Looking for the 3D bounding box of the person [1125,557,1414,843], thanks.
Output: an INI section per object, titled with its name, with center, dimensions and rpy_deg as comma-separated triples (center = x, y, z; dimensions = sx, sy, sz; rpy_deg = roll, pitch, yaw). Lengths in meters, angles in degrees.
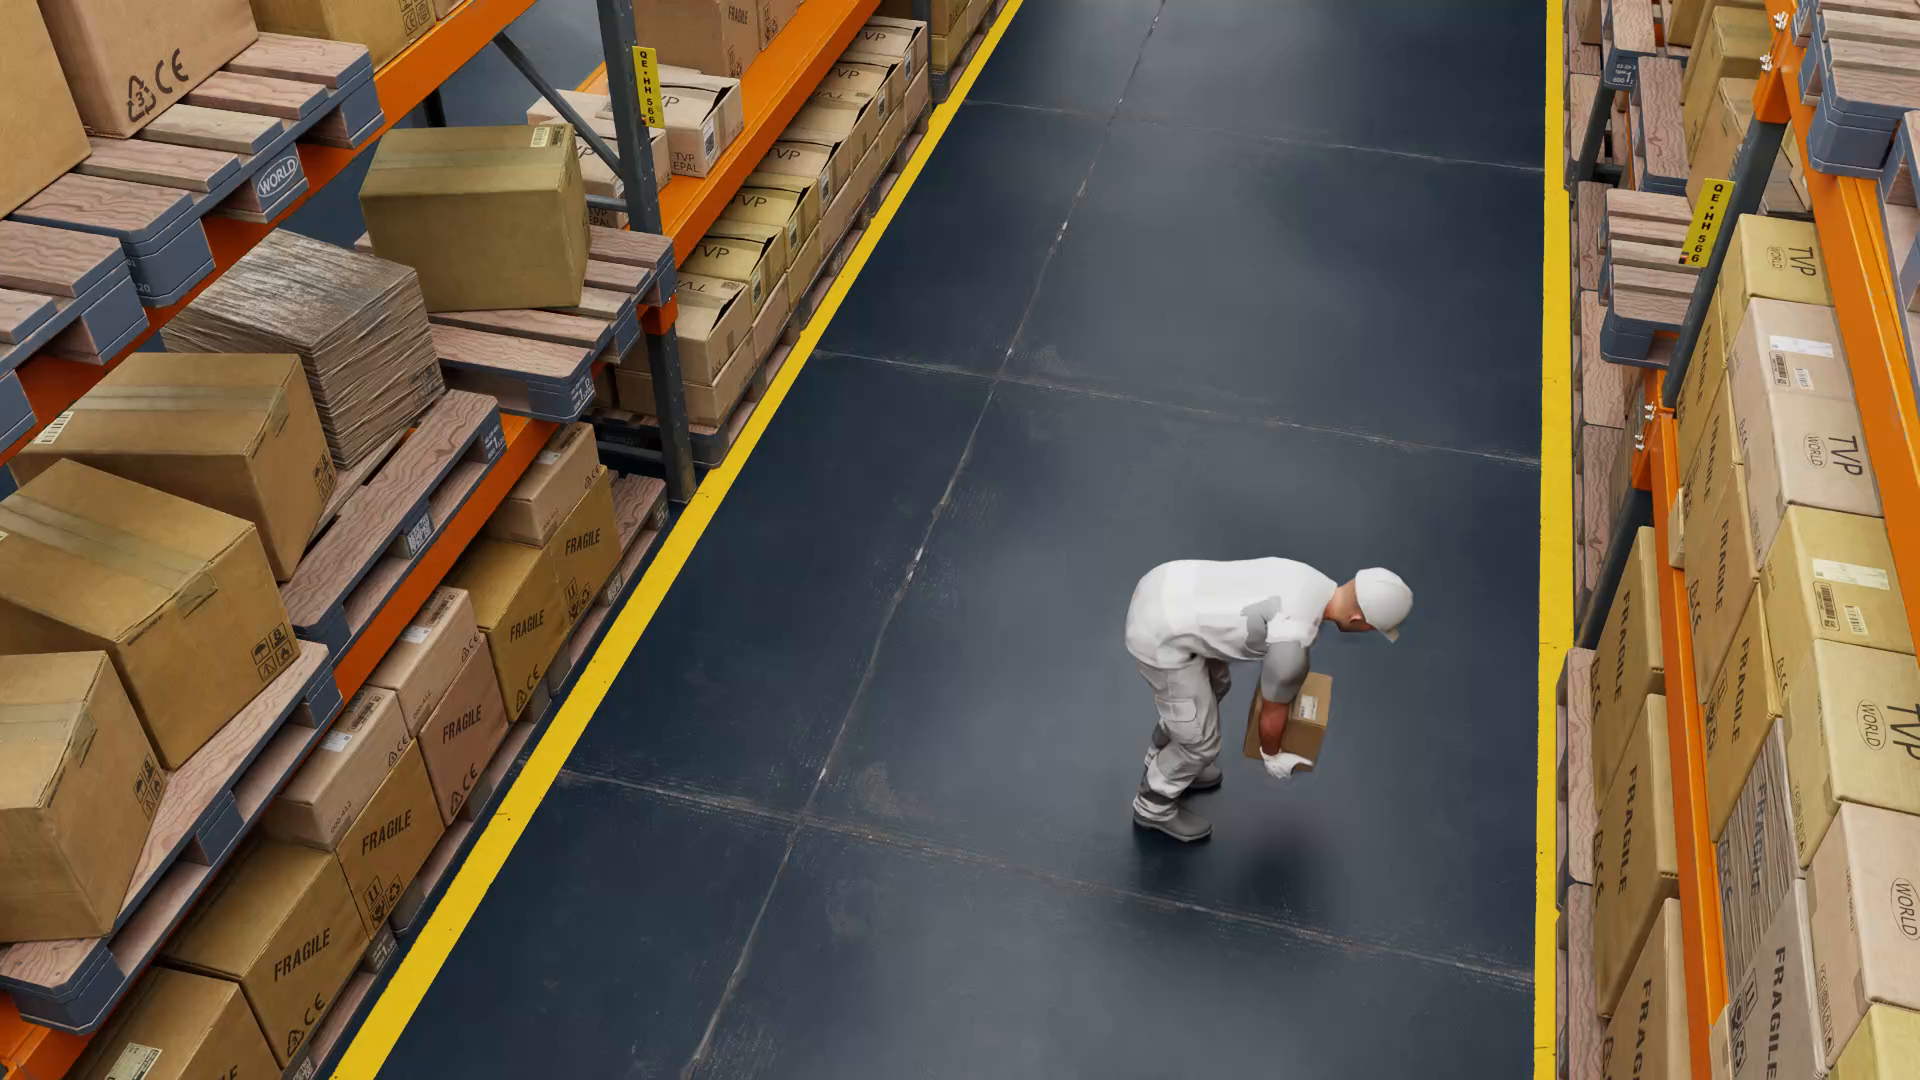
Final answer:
[person]
center = 1.036, 0.545, 5.897
dimensions = 0.935, 1.273, 0.491
rpy_deg = 9, 41, 10
